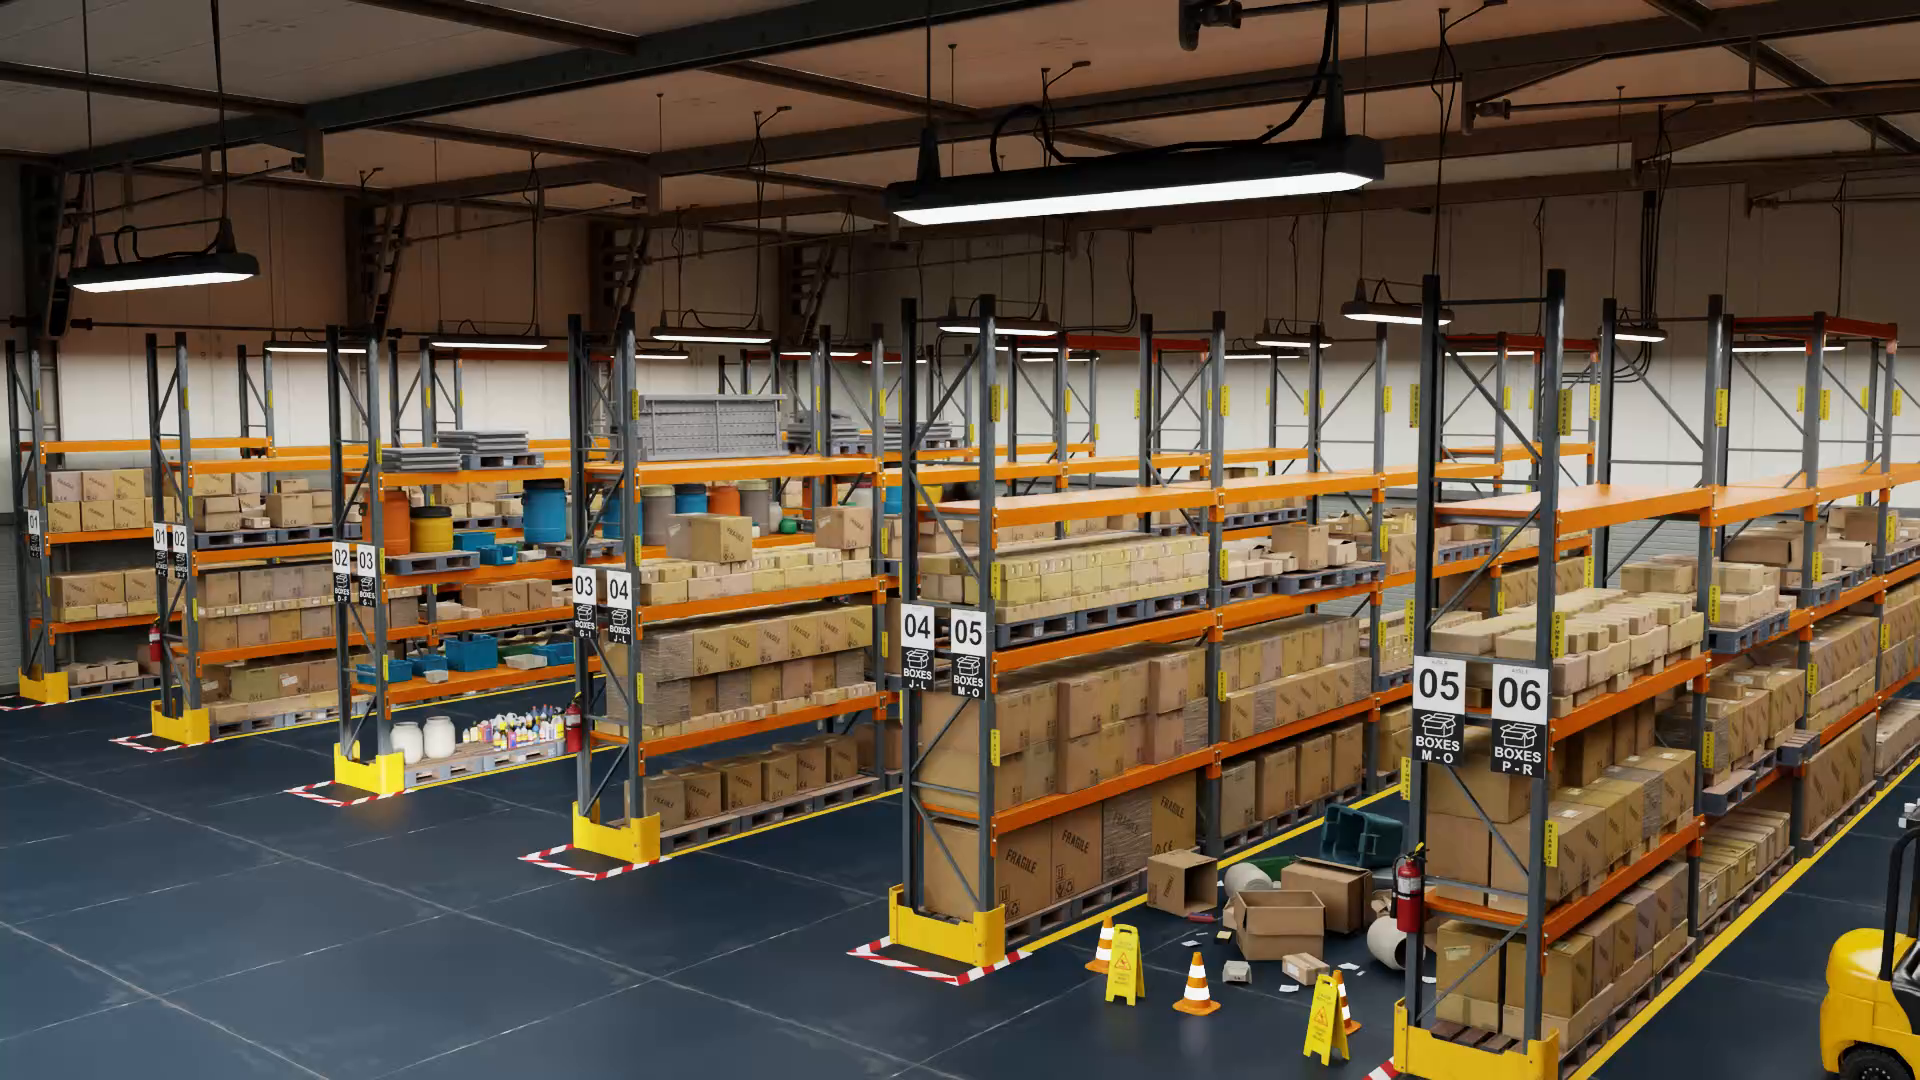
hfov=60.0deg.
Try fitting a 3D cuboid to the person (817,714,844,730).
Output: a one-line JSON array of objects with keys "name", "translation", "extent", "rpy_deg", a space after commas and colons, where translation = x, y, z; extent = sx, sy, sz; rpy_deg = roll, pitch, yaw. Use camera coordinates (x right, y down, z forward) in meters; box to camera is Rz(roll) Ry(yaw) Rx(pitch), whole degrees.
[{"name": "person", "translation": [-1.852, 1.902, 24.497], "extent": [0.561, 1.732, 0.384], "rpy_deg": [-1, 5, -16]}]
